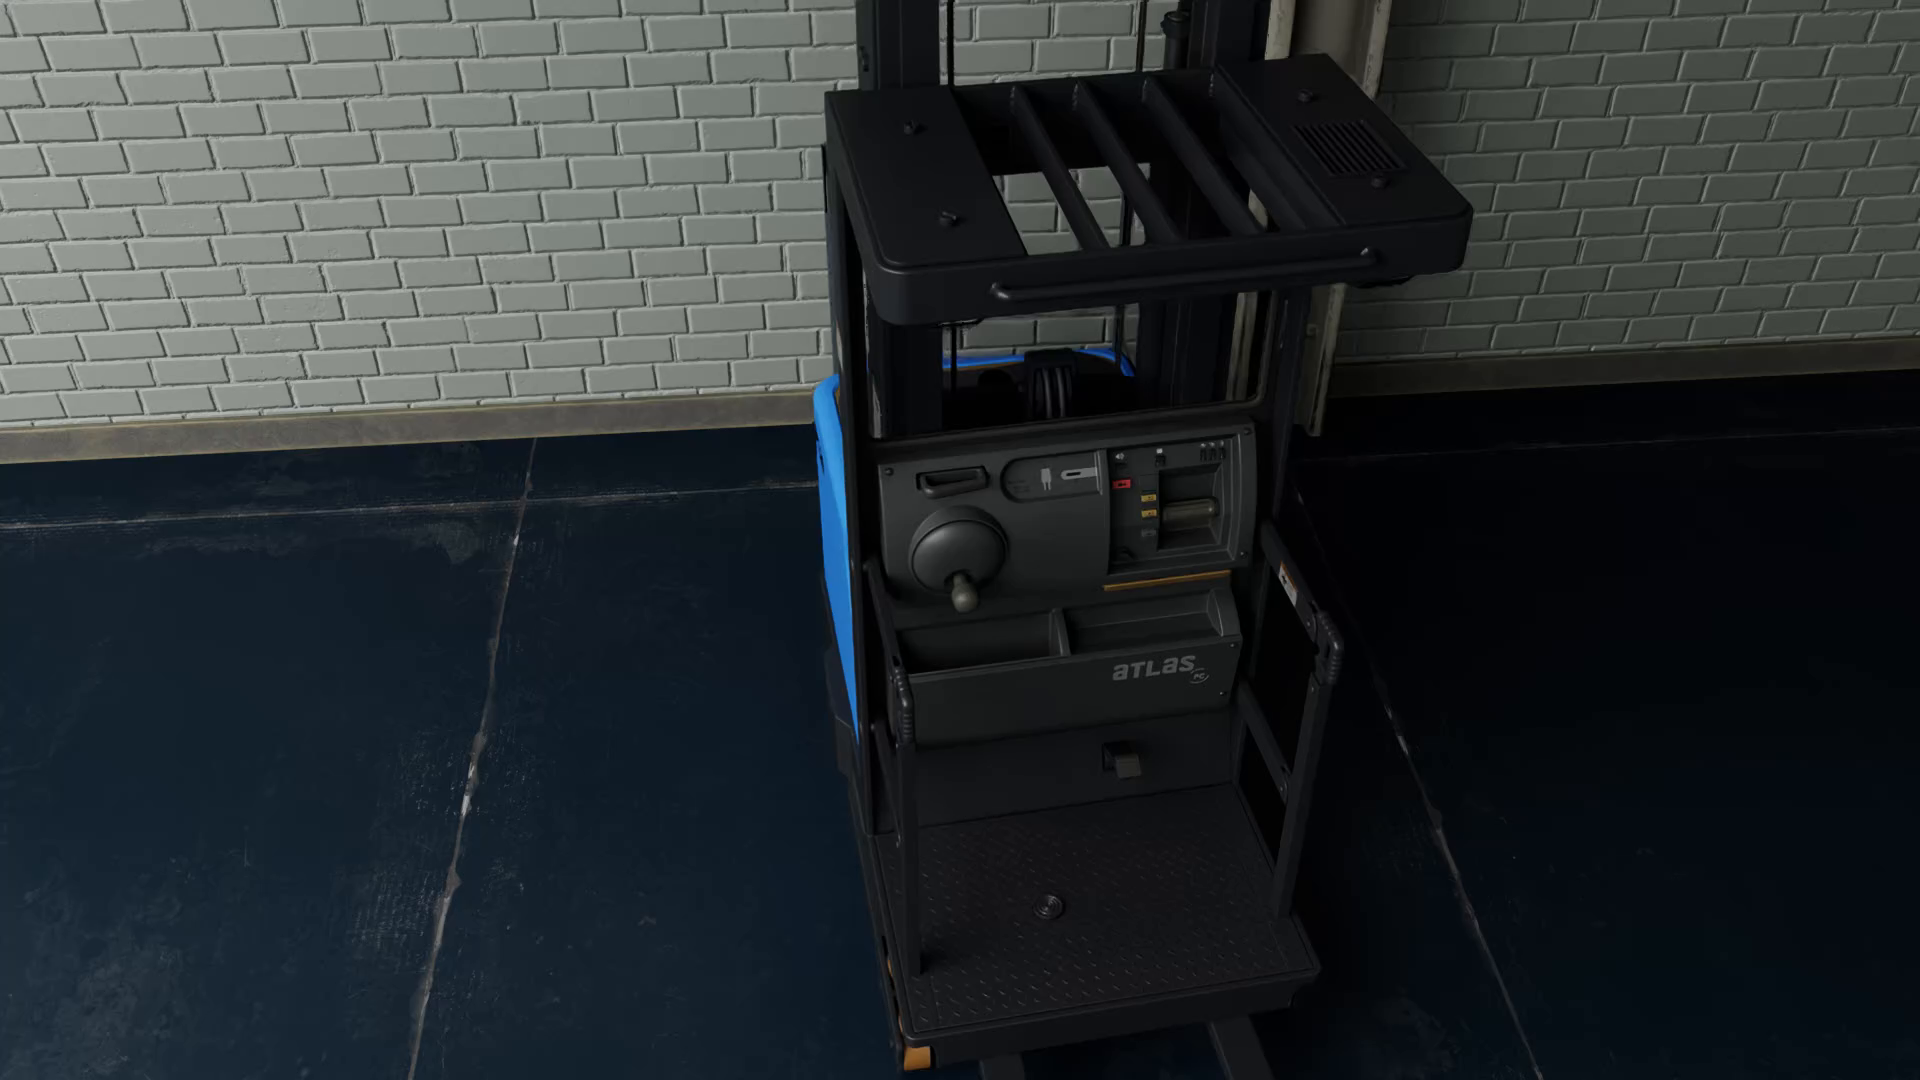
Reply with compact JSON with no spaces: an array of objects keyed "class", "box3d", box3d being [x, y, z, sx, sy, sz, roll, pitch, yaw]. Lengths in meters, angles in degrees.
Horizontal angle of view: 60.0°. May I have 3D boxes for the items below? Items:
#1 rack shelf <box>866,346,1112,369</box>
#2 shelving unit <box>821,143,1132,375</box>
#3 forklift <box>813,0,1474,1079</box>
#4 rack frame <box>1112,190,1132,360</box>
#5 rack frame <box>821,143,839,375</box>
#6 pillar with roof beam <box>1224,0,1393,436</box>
[{"class":"rack shelf","box3d":[0.085,-0.452,5.903,1.000,0.185,0.538,-3,38,-4]},{"class":"shelving unit","box3d":[0.085,-0.593,5.791,1.048,1.500,0.538,-3,38,-4]},{"class":"forklift","box3d":[0.312,0.014,3.866,1.130,2.935,3.031,-7,39,-9]},{"class":"rack frame","box3d":[0.591,-0.621,5.827,0.032,1.500,0.500,-3,38,-4]},{"class":"rack frame","box3d":[-0.421,-0.566,5.756,0.032,1.500,0.500,-3,38,-4]},{"class":"pillar with roof beam","box3d":[1.651,-1.387,0.743,0.400,9.000,9.100,-3,38,-4]}]
